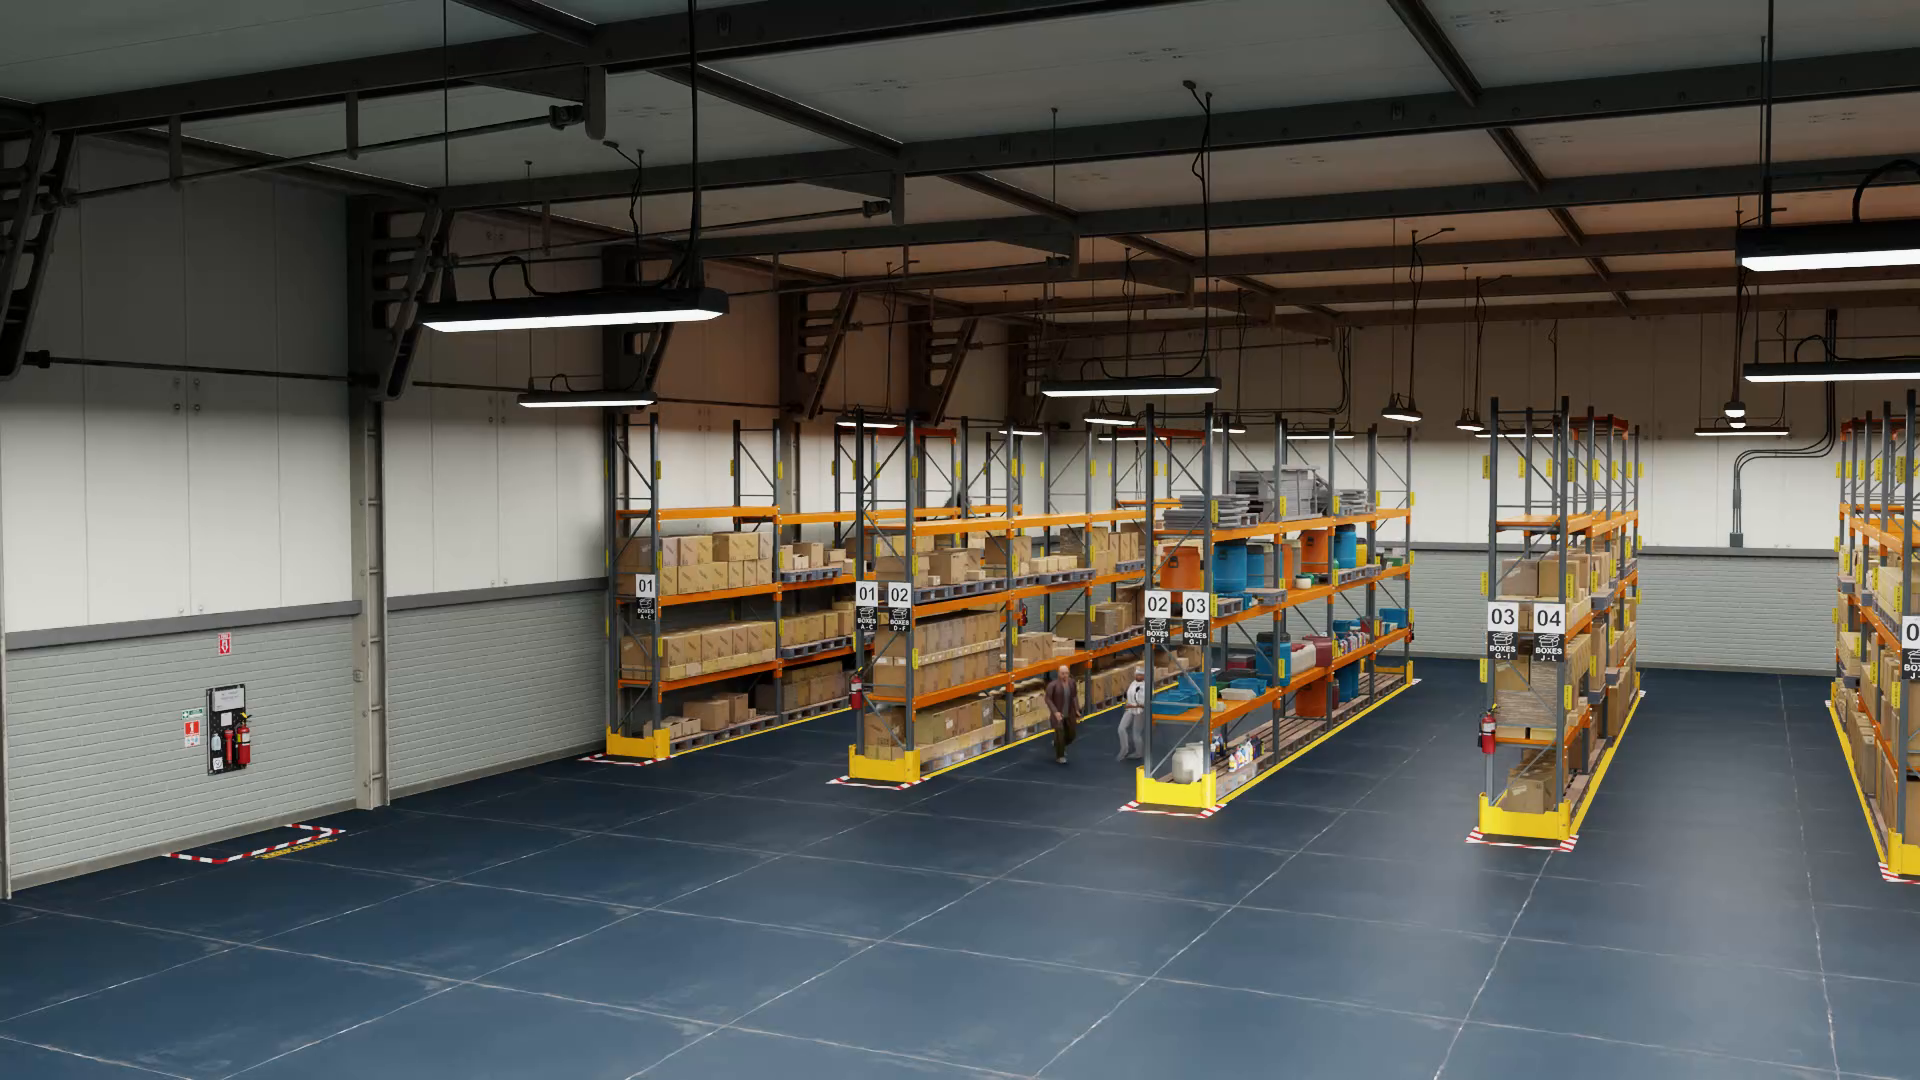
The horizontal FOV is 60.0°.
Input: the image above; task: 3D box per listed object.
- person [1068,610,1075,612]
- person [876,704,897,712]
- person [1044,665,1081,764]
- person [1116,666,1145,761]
[{"bbox_3d":[2.629,2.511,38.987,0.639,1.751,0.810,1,3,29],"label":"person"},{"bbox_3d":[-1.263,2.909,30.618,0.684,1.591,0.736,-1,3,-32],"label":"person"},{"bbox_3d":[1.695,2.958,28.307,0.683,1.700,0.807,-1,3,-24],"label":"person"},{"bbox_3d":[3.025,2.971,28.492,0.576,1.653,0.657,2,3,44],"label":"person"}]
